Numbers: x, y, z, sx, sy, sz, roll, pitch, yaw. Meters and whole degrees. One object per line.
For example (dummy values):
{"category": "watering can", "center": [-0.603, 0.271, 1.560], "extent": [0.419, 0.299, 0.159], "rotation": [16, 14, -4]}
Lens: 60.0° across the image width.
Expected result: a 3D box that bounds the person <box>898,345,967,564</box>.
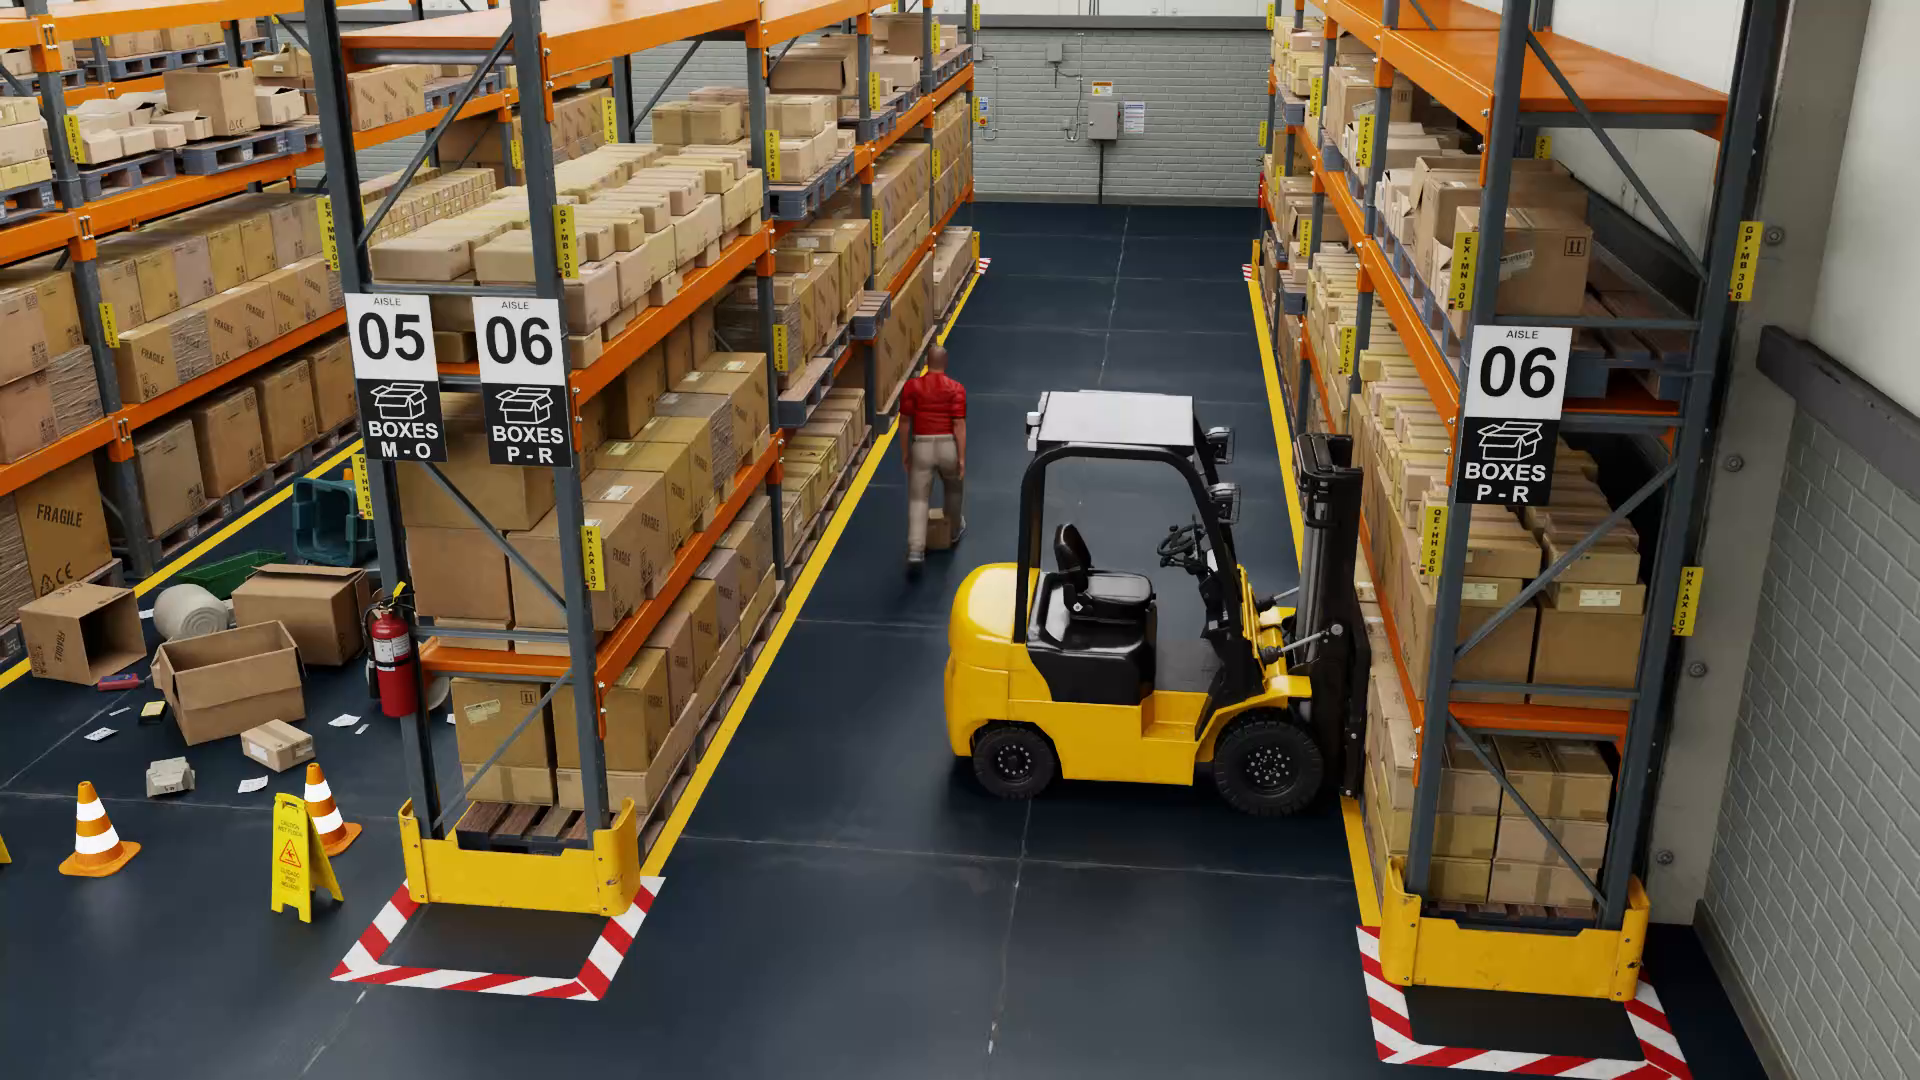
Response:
{"category": "person", "center": [-0.214, -0.668, 12.907], "extent": [0.537, 1.667, 1.127], "rotation": [2, 21, 5]}
